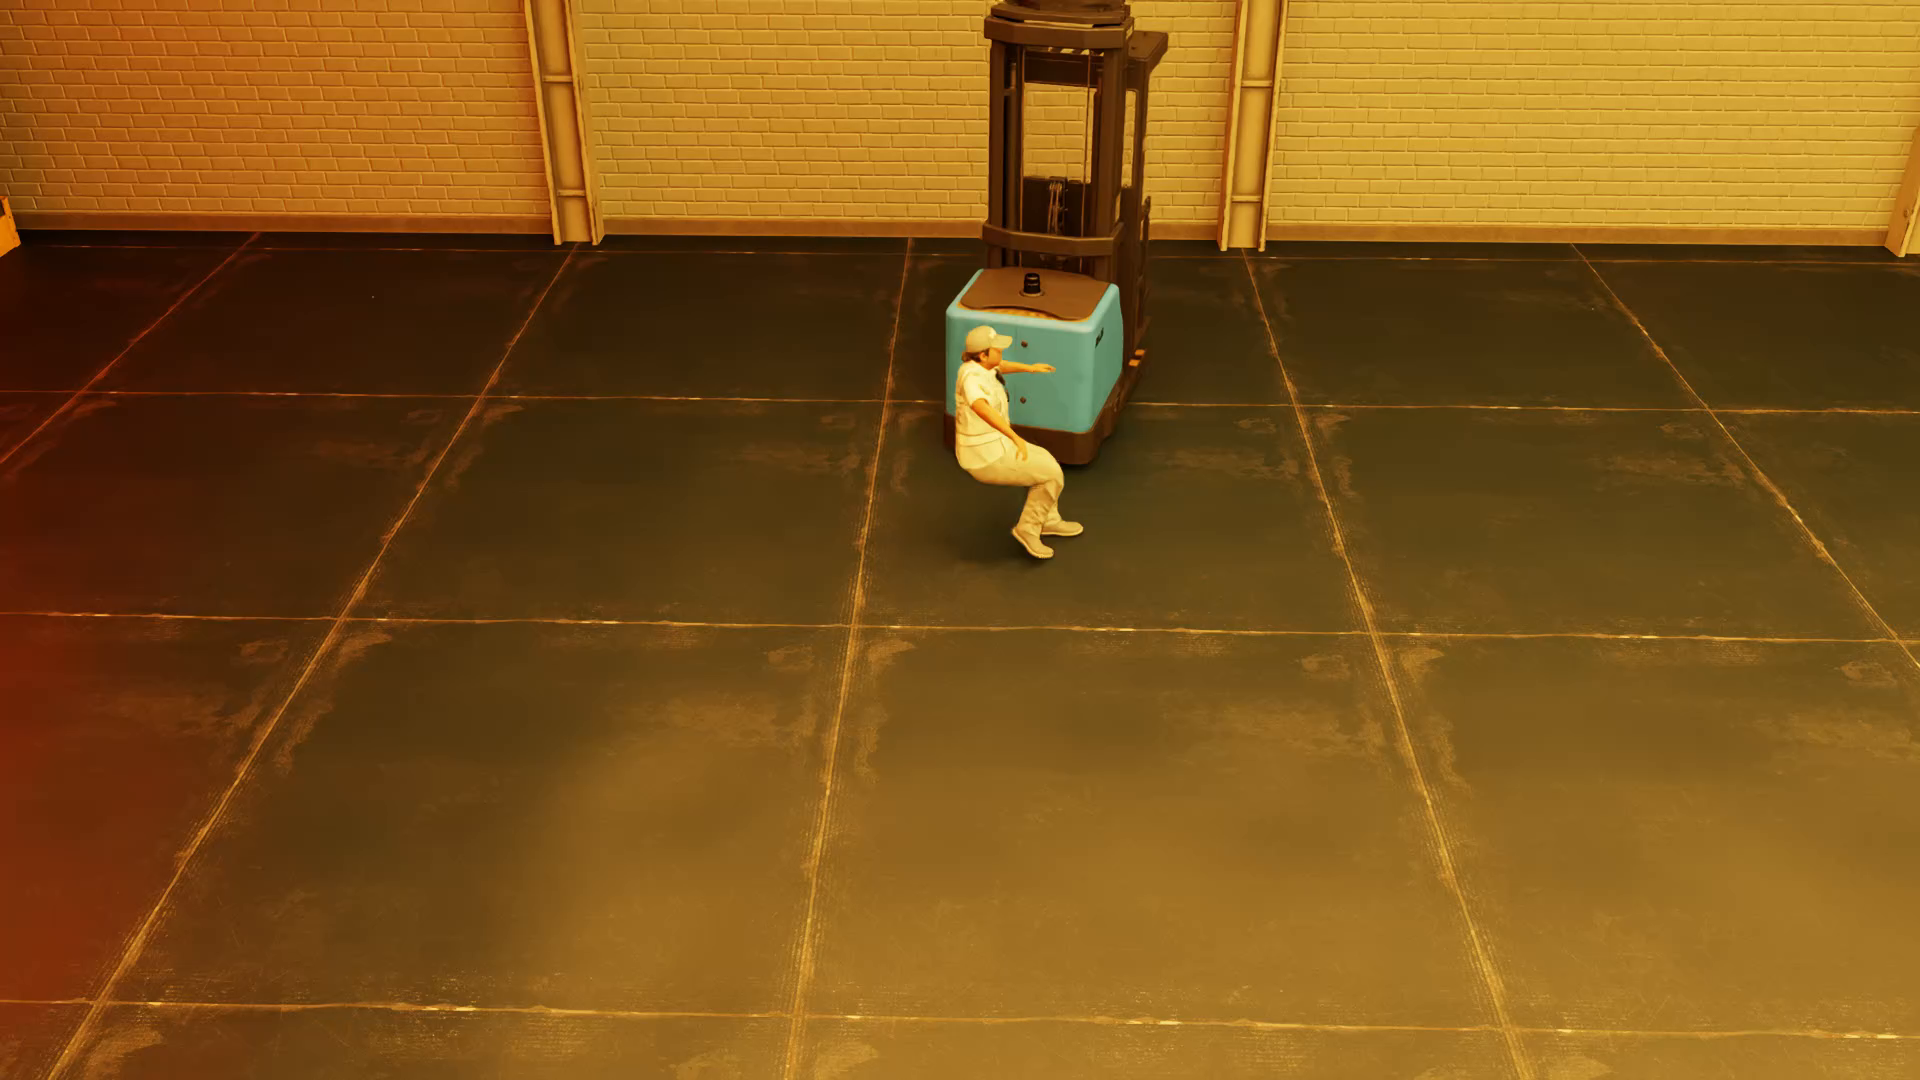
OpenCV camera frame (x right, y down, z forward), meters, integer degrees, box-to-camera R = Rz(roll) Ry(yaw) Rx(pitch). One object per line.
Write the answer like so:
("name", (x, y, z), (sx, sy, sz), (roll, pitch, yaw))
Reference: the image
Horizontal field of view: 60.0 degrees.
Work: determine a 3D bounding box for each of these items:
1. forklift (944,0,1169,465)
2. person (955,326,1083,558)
("forklift", (0.808, -2.506, 11.864), (1.130, 2.935, 3.031), (9, 32, 15))
("person", (0.380, -0.606, 10.100), (0.822, 1.437, 0.995), (-4, 31, -8))
